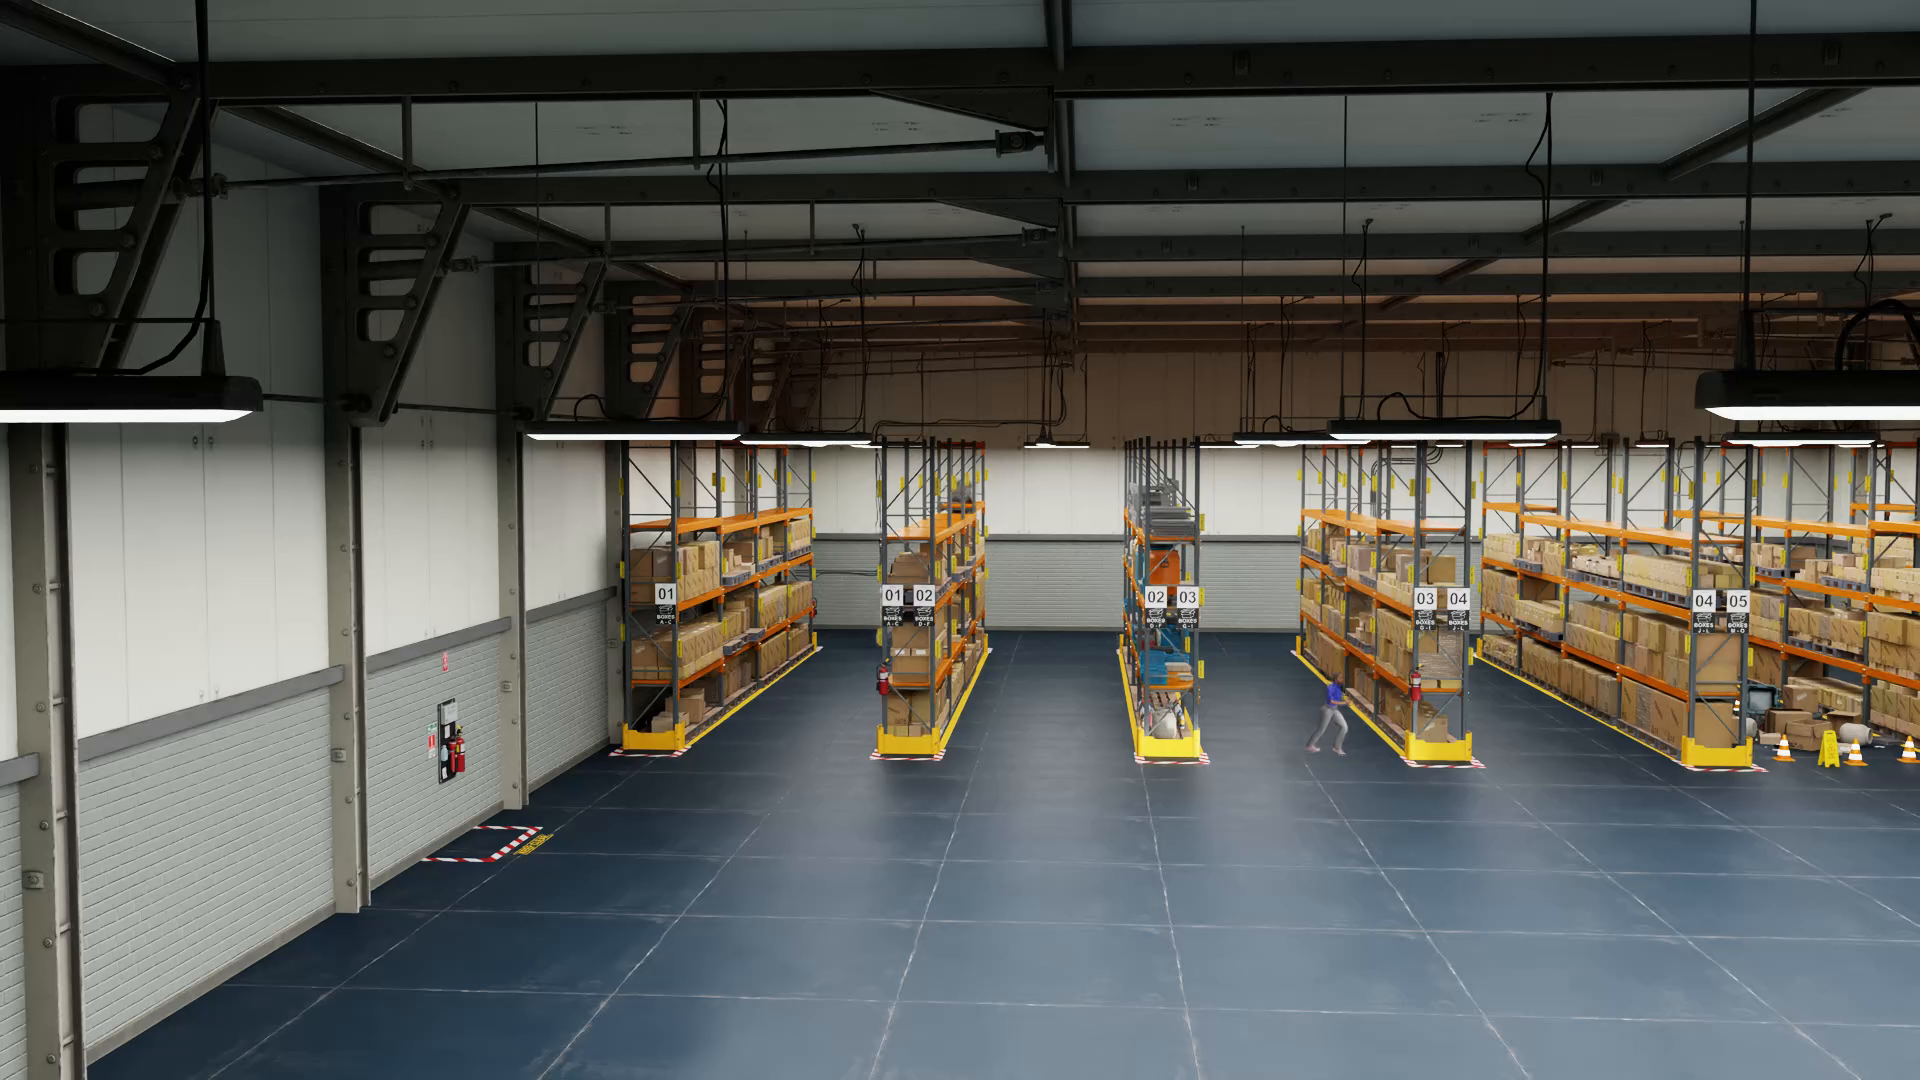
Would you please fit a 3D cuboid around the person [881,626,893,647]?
[{"bbox_3d":[-2.089,2.266,48.823,0.540,1.679,0.741,1,3,14],"label":"person"}]

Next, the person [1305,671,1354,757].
[{"bbox_3d":[6.962,3.256,31.218,0.961,1.626,0.578,3,4,41],"label":"person"}]
